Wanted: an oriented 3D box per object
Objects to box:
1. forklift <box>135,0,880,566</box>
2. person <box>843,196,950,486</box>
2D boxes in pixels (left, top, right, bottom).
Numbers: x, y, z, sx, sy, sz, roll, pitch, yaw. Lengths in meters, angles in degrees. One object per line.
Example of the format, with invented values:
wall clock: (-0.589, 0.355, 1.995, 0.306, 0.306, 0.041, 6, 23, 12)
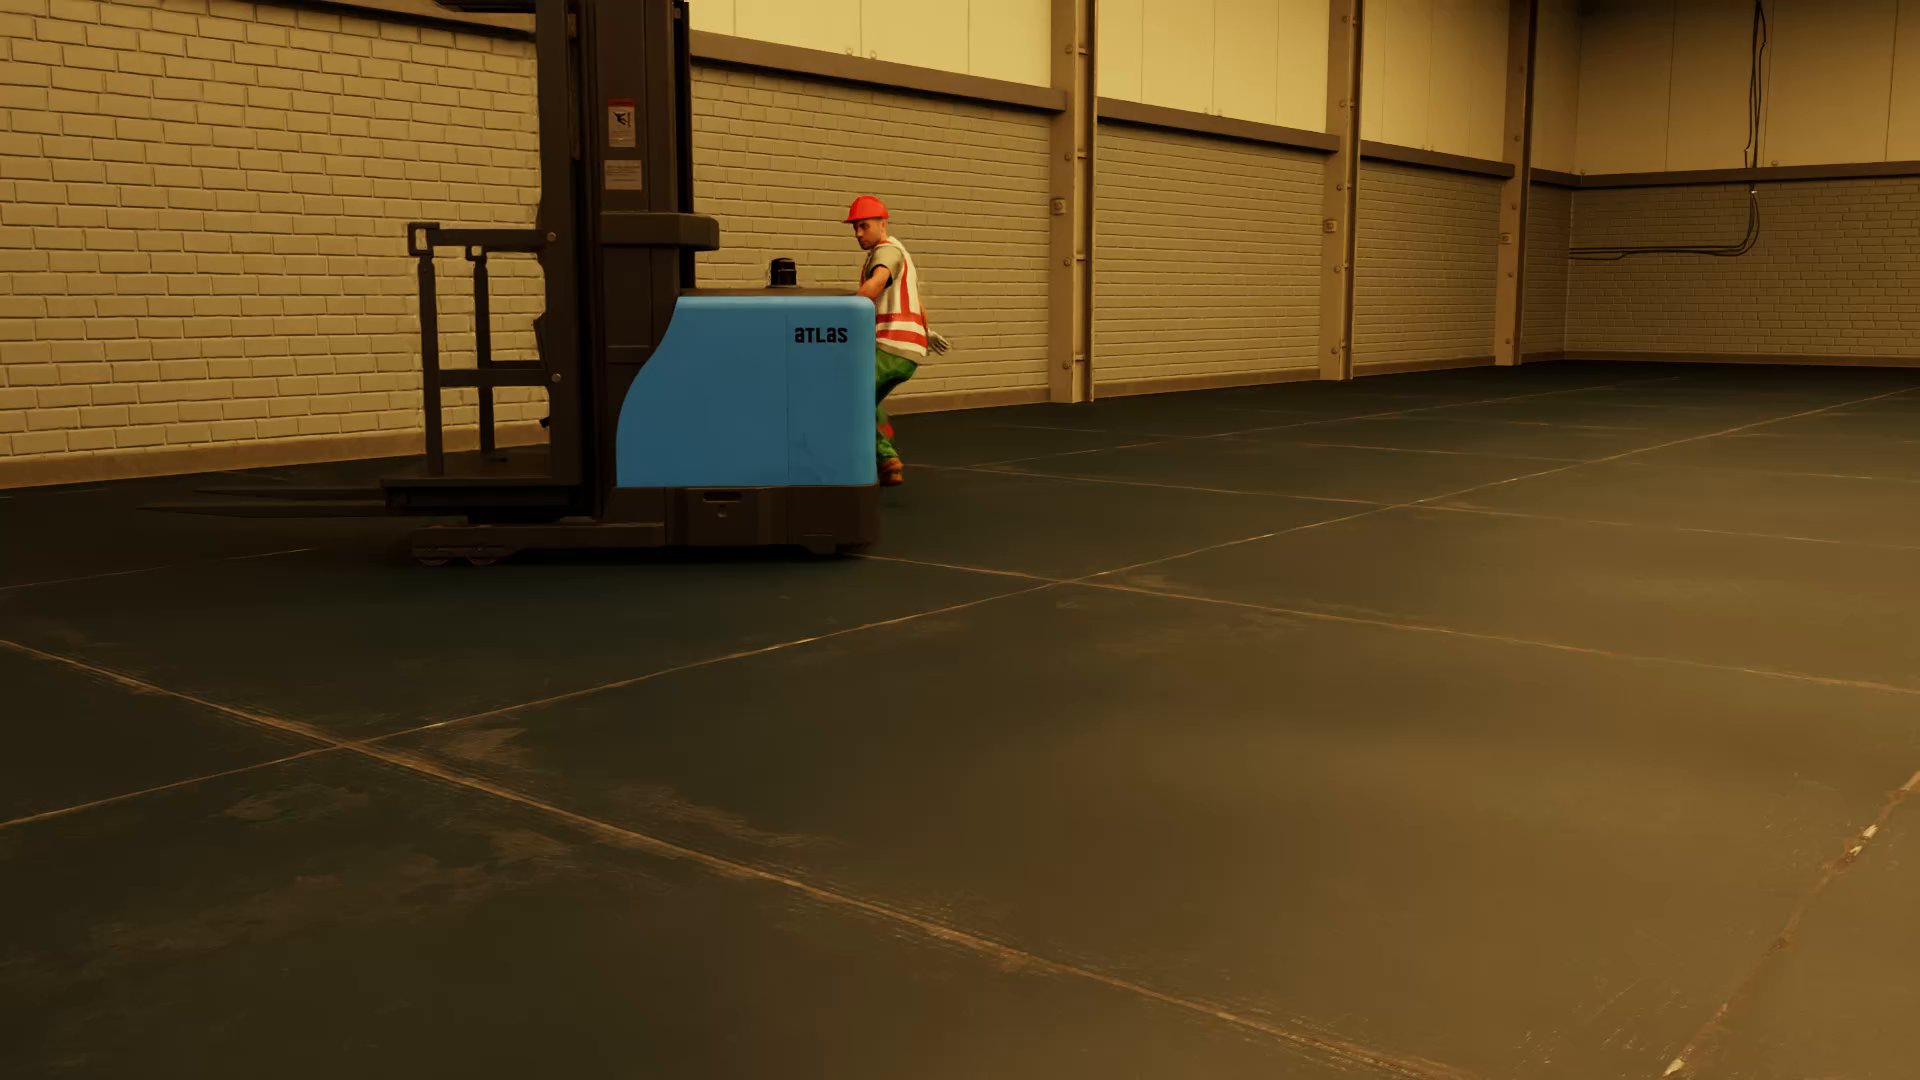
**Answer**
forklift: (-1.872, -1.424, 7.017, 3.031, 2.935, 1.130, -1, 8, -4)
person: (-0.402, -1.039, 9.157, 0.527, 1.674, 1.205, 2, 9, 15)
